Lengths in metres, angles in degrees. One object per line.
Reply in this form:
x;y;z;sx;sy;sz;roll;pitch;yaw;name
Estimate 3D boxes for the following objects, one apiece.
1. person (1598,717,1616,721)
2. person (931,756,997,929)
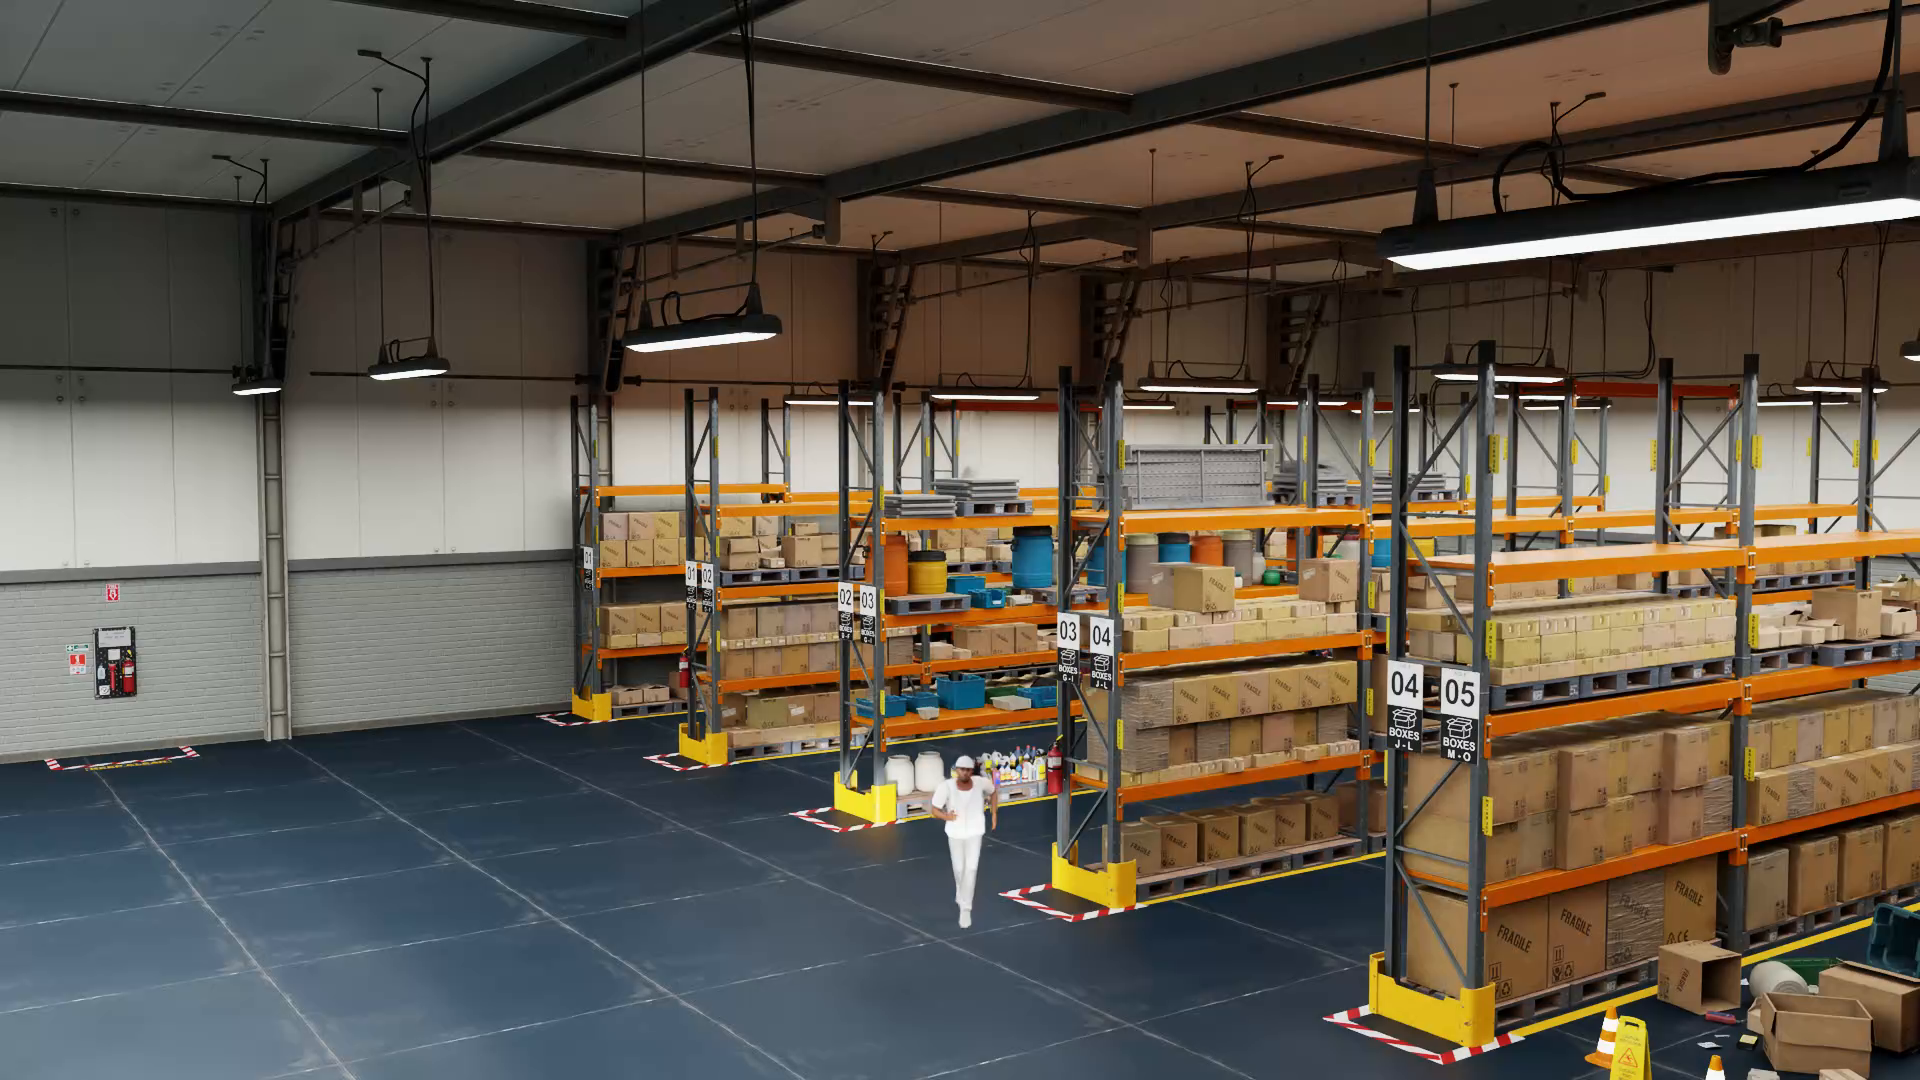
8.221;3.022;21.148;0.758;1.772;0.677;-3;4;-40;person
0.040;3.202;18.010;0.717;1.794;0.987;0;3;-2;person
